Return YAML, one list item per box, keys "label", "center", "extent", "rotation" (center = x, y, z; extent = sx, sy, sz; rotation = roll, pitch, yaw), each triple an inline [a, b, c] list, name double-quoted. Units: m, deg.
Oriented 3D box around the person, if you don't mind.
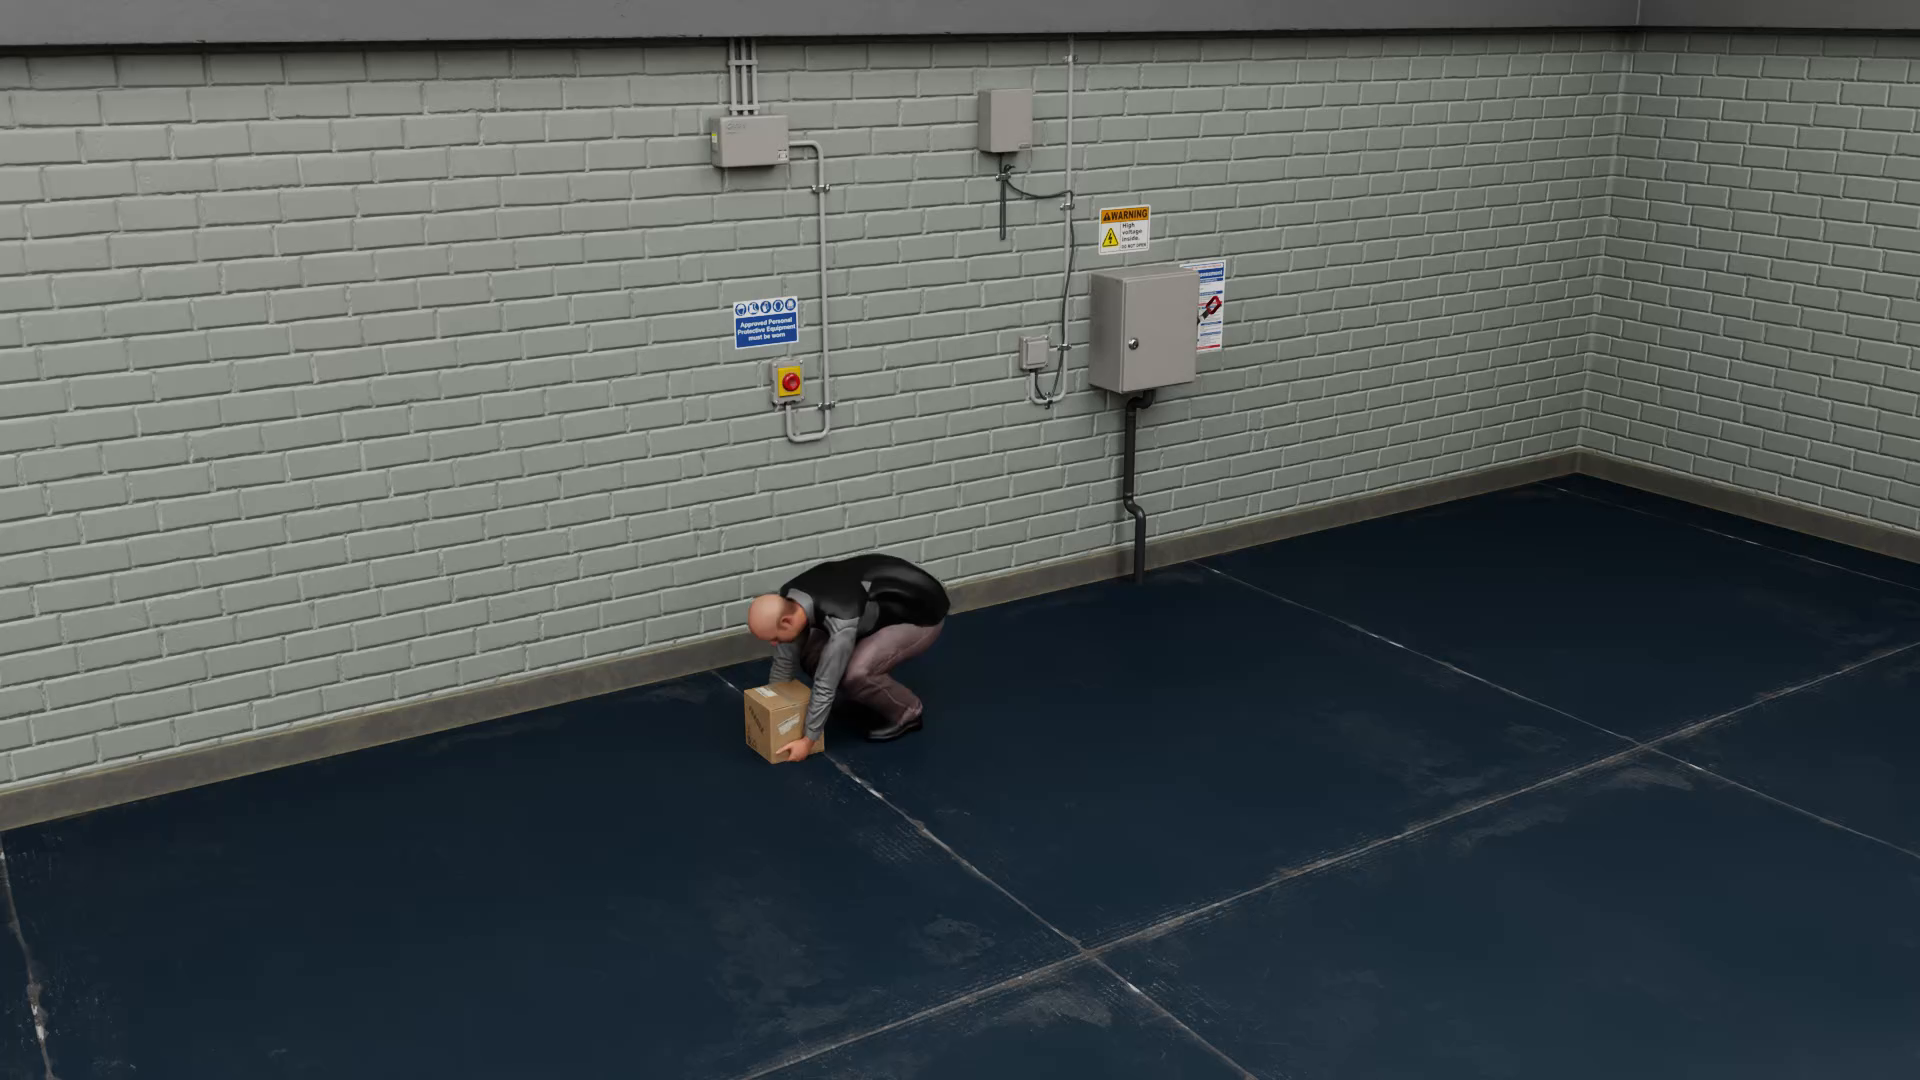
- label: "person"
  center: [-0.492, 0.480, 7.176]
  extent: [0.942, 0.795, 0.505]
  rotation: [-12, 22, -33]
